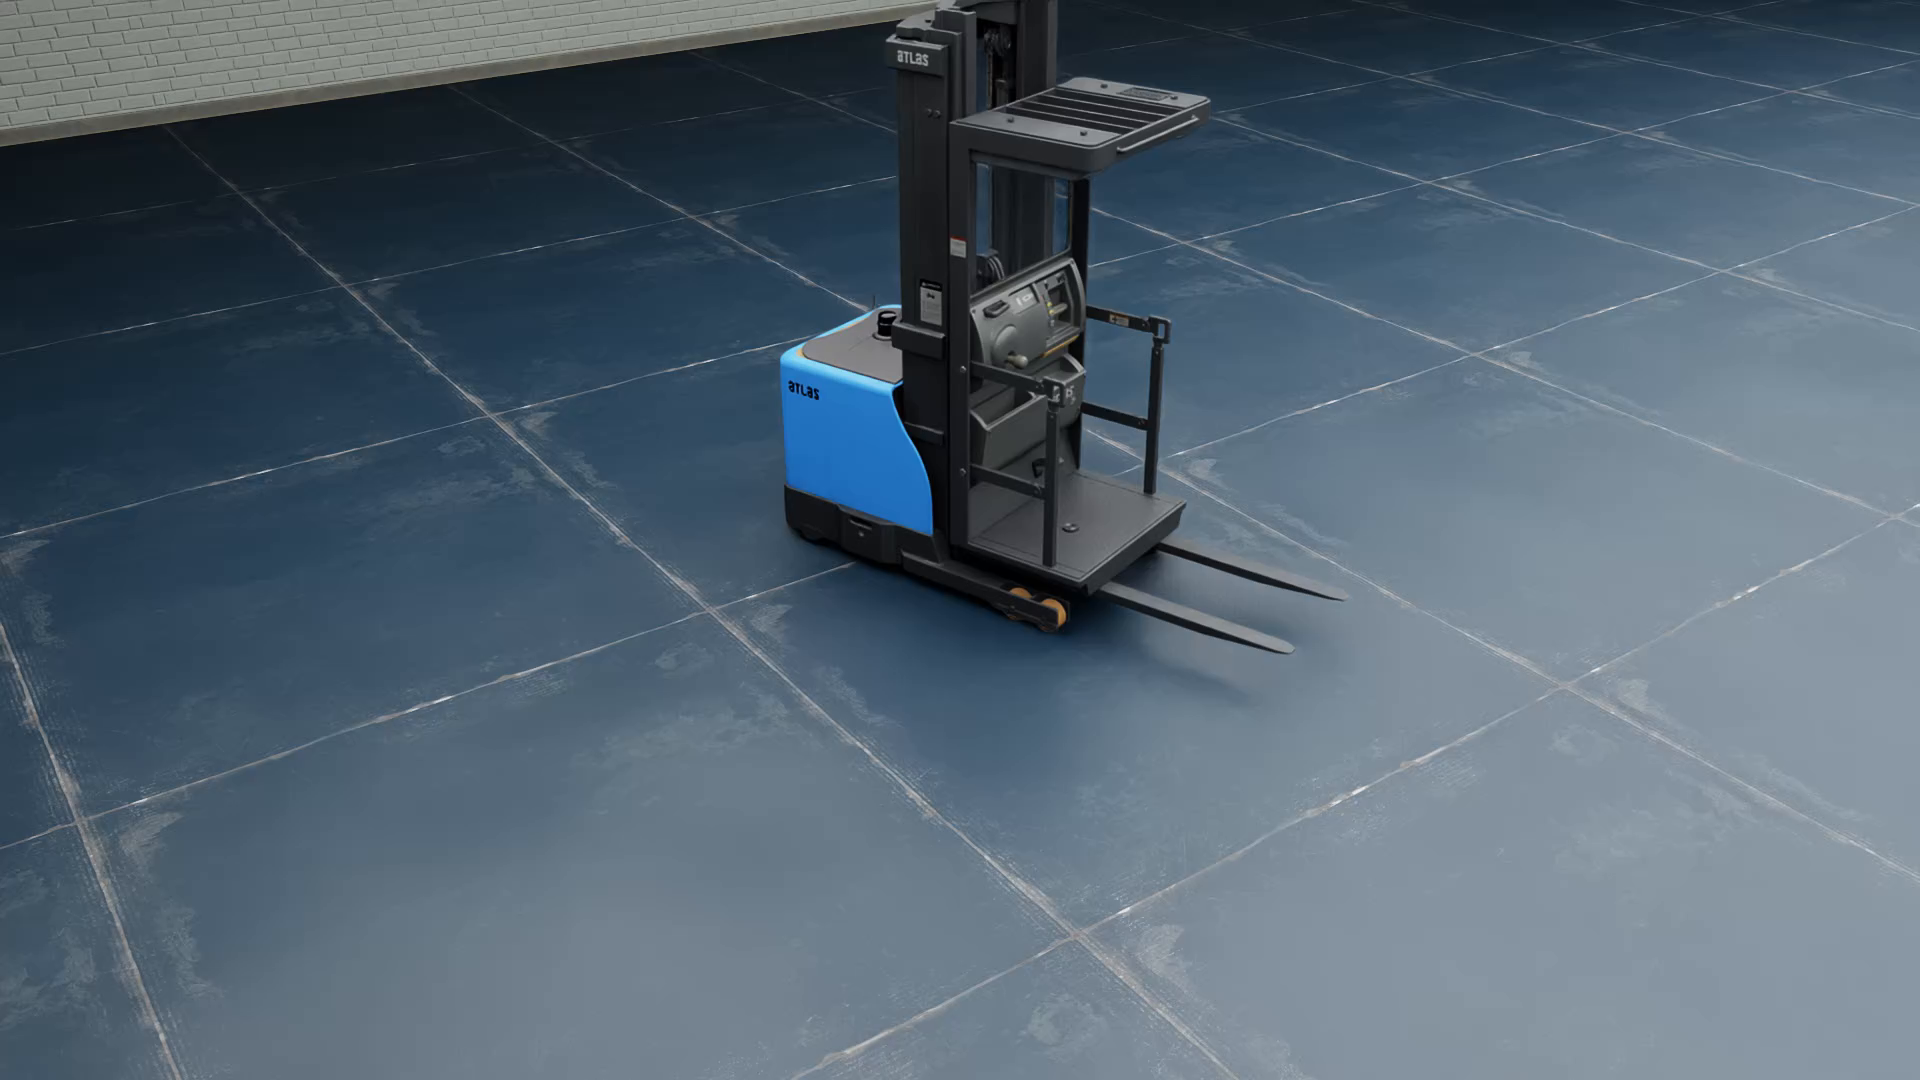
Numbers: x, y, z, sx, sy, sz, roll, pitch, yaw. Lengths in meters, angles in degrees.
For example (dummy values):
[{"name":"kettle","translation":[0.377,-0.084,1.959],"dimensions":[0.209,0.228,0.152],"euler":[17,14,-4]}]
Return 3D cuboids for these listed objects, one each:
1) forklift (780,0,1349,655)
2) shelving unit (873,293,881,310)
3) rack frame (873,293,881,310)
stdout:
[{"name":"forklift","translation":[0.517,-1.110,8.223],"dimensions":[3.031,2.935,1.130],"euler":[19,34,31]},{"name":"shelving unit","translation":[-0.364,-0.951,9.900],"dimensions":[0.252,1.050,0.215],"euler":[-7,29,-12]},{"name":"rack frame","translation":[-0.483,-0.937,9.874],"dimensions":[0.008,1.050,0.200],"euler":[-7,29,-12]}]
